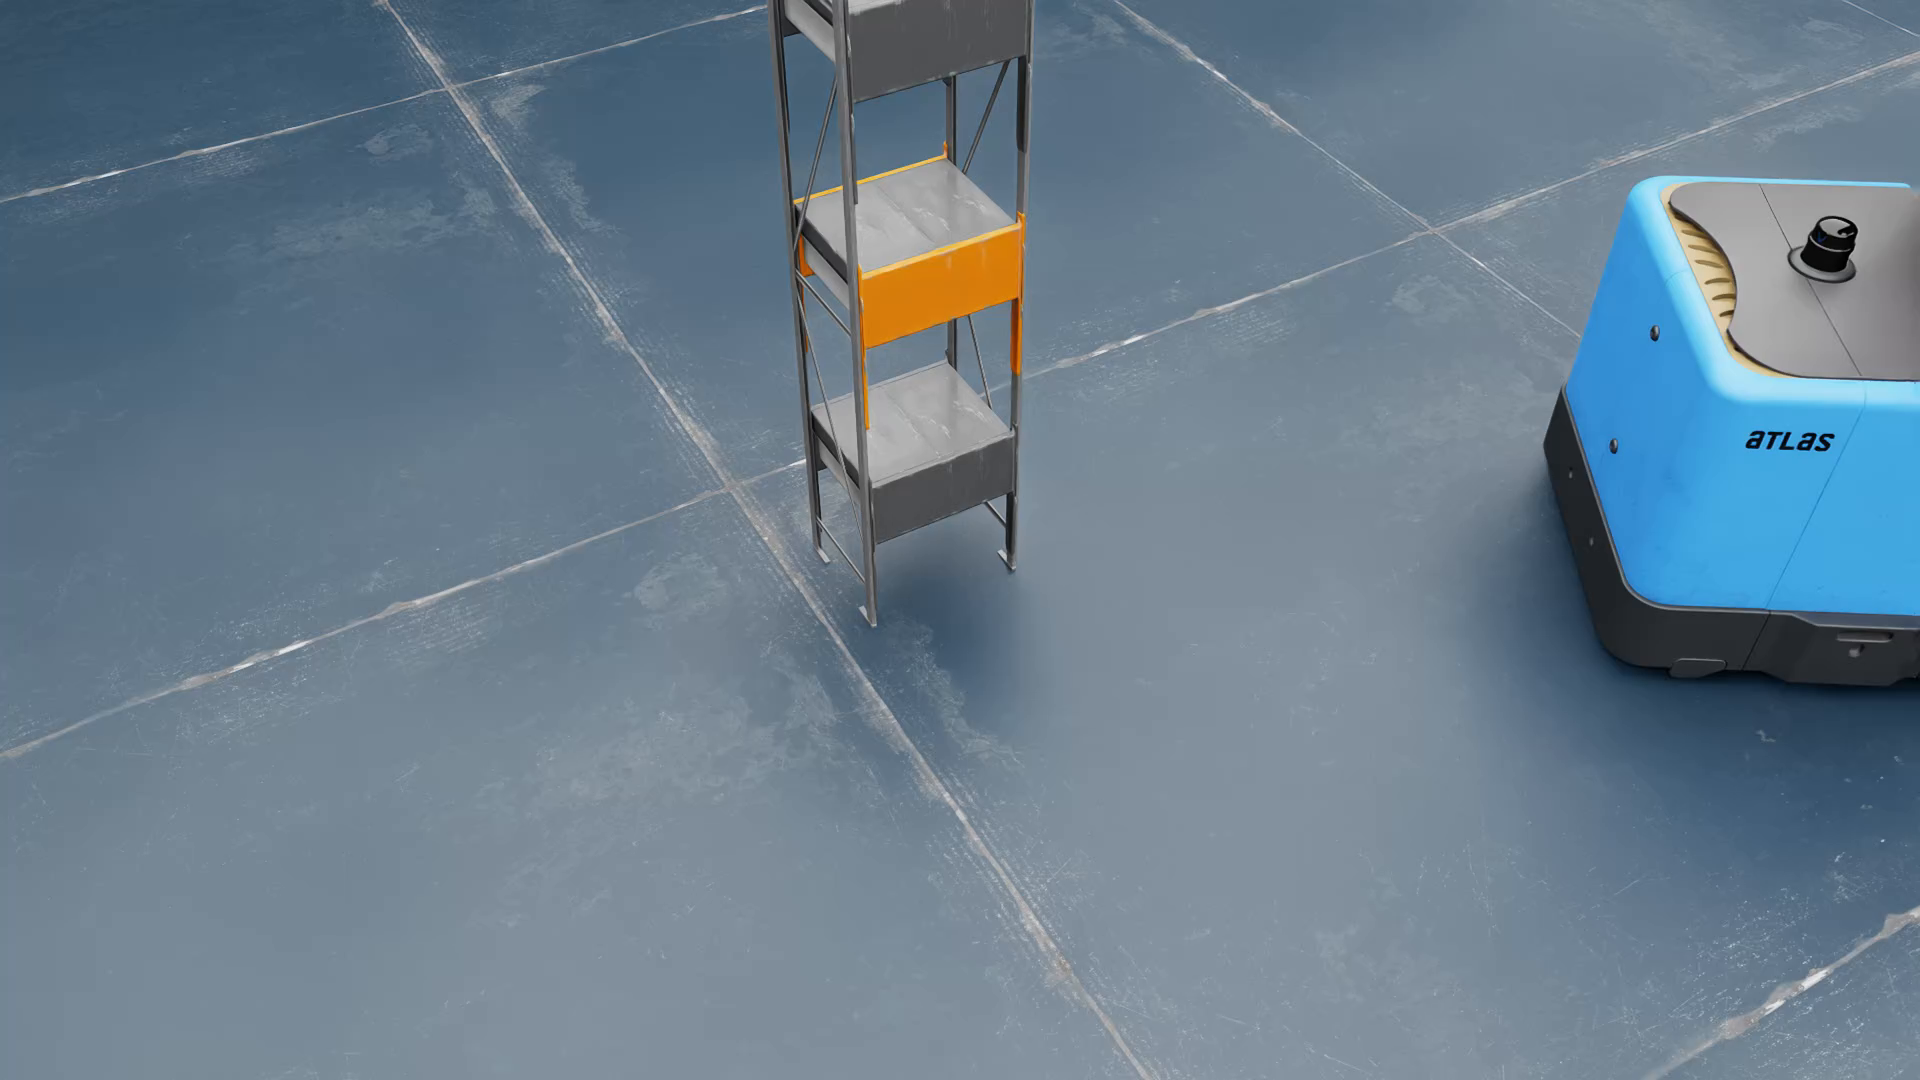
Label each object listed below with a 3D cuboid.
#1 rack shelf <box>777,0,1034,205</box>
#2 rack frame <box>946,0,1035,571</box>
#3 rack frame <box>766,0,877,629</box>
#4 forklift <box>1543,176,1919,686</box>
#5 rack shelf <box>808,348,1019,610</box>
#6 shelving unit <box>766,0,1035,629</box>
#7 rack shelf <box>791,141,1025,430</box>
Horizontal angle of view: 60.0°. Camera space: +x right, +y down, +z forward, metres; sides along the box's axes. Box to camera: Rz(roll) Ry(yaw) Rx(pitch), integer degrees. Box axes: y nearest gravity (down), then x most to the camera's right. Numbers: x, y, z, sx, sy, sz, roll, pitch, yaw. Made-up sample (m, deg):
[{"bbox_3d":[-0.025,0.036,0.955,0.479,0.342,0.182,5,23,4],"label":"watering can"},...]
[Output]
[{"bbox_3d":[-0.144,-1.189,3.982,0.480,0.518,0.431,-22,48,-21],"label":"rack shelf"},{"bbox_3d":[0.068,-0.781,4.547,0.015,2.100,0.400,-22,48,-21],"label":"rack frame"},{"bbox_3d":[-0.355,-0.611,4.372,0.015,2.100,0.400,-22,48,-21],"label":"rack frame"},{"bbox_3d":[3.402,-0.946,4.120,3.031,2.935,1.130,2,44,2],"label":"forklift"},{"bbox_3d":[-0.144,-0.184,4.957,0.480,0.518,0.431,-22,48,-21],"label":"rack shelf"},{"bbox_3d":[-0.144,-0.696,4.460,0.503,2.100,0.431,-22,48,-21],"label":"shelving unit"},{"bbox_3d":[-0.144,-0.686,4.469,0.480,0.518,0.431,-22,48,-21],"label":"rack shelf"}]
